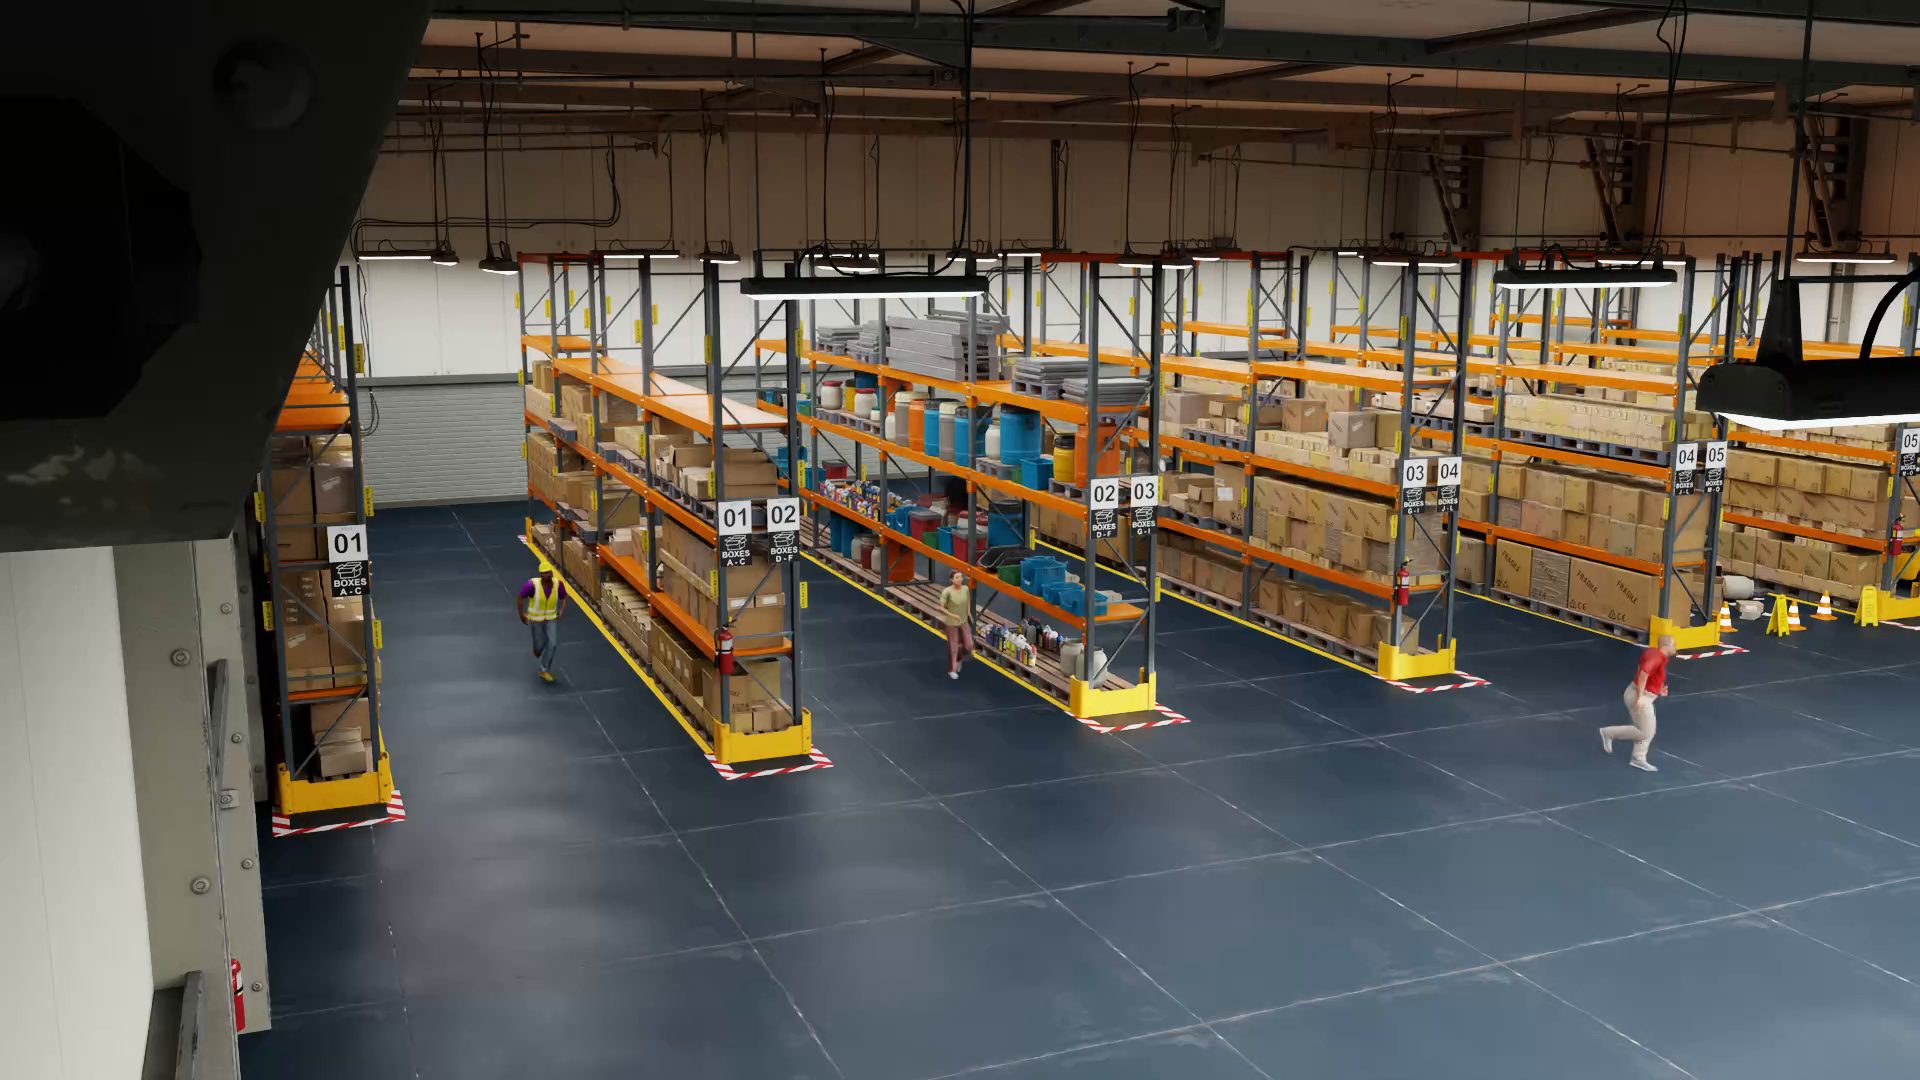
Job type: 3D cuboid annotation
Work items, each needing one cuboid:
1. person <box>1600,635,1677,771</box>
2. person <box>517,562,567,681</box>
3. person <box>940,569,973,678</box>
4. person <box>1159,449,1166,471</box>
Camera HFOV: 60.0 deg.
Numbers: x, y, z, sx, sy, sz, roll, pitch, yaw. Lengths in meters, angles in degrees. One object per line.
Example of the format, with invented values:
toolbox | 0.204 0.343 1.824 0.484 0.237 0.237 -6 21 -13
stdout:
person | 8.126 1.942 19.974 0.810 1.672 0.661 2 11 10
person | -6.058 1.144 24.149 0.728 1.728 0.740 -5 12 -27
person | -0.029 1.209 23.902 0.561 1.624 0.621 -5 11 -25
person | 4.345 -1.226 36.992 0.661 1.731 0.584 -4 11 -22
